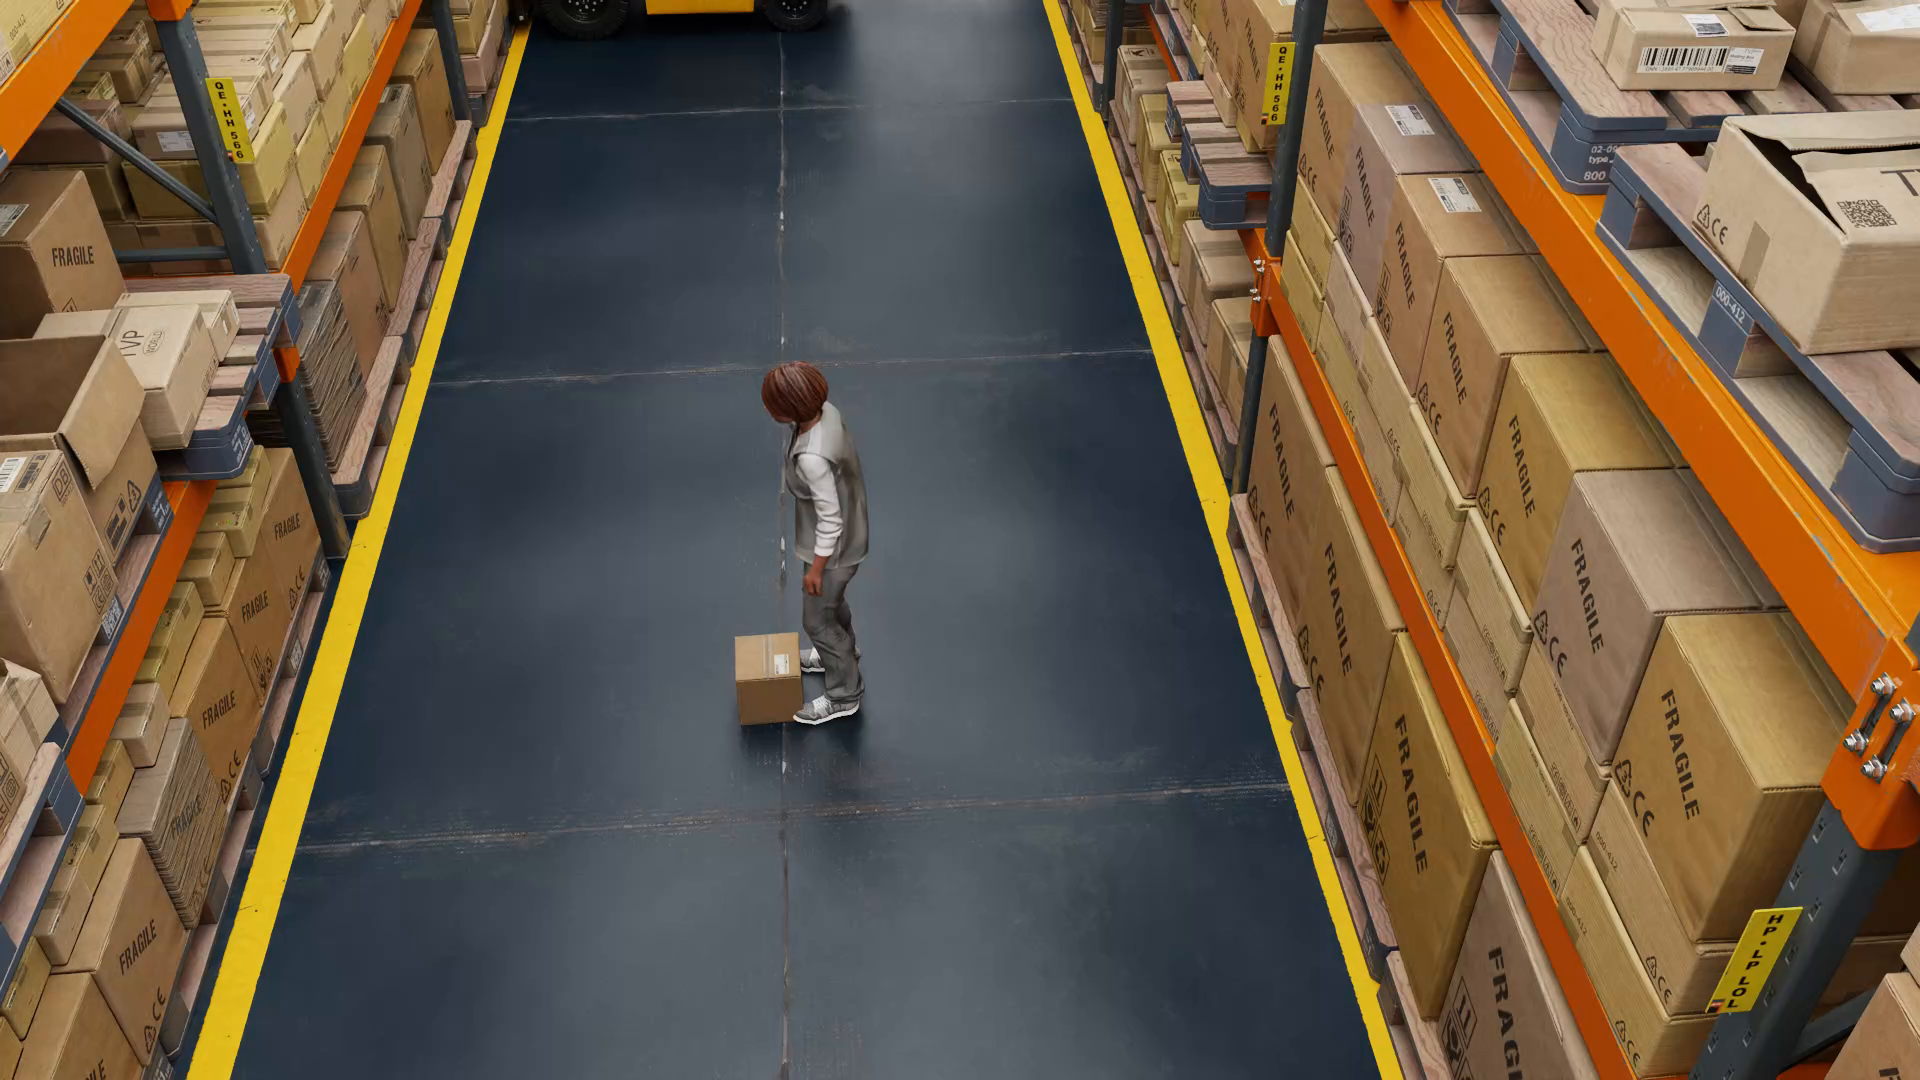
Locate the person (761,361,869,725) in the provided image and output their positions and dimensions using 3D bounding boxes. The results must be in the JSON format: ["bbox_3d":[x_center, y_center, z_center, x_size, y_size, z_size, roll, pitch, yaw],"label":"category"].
[{"bbox_3d":[-0.507,0.008,6.154,0.345,1.592,0.460,-3,40,-4],"label":"person"}]
